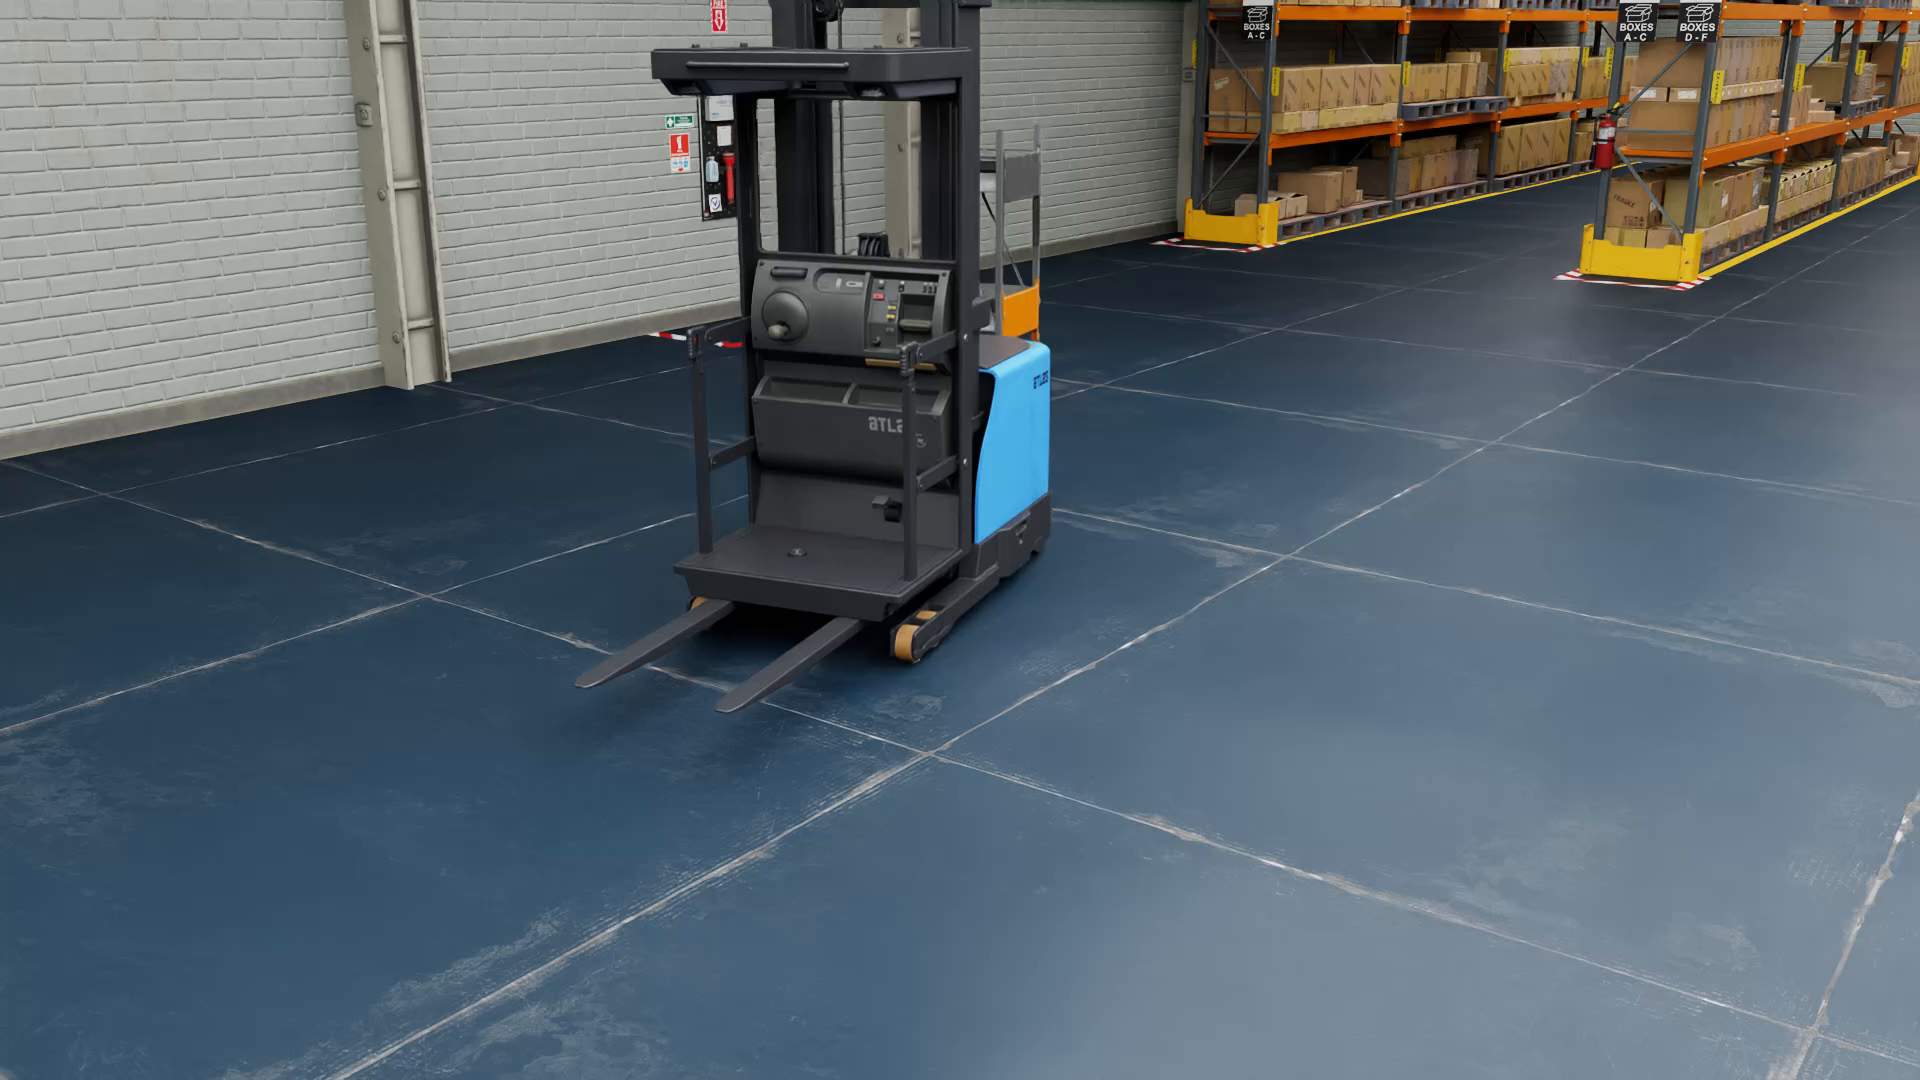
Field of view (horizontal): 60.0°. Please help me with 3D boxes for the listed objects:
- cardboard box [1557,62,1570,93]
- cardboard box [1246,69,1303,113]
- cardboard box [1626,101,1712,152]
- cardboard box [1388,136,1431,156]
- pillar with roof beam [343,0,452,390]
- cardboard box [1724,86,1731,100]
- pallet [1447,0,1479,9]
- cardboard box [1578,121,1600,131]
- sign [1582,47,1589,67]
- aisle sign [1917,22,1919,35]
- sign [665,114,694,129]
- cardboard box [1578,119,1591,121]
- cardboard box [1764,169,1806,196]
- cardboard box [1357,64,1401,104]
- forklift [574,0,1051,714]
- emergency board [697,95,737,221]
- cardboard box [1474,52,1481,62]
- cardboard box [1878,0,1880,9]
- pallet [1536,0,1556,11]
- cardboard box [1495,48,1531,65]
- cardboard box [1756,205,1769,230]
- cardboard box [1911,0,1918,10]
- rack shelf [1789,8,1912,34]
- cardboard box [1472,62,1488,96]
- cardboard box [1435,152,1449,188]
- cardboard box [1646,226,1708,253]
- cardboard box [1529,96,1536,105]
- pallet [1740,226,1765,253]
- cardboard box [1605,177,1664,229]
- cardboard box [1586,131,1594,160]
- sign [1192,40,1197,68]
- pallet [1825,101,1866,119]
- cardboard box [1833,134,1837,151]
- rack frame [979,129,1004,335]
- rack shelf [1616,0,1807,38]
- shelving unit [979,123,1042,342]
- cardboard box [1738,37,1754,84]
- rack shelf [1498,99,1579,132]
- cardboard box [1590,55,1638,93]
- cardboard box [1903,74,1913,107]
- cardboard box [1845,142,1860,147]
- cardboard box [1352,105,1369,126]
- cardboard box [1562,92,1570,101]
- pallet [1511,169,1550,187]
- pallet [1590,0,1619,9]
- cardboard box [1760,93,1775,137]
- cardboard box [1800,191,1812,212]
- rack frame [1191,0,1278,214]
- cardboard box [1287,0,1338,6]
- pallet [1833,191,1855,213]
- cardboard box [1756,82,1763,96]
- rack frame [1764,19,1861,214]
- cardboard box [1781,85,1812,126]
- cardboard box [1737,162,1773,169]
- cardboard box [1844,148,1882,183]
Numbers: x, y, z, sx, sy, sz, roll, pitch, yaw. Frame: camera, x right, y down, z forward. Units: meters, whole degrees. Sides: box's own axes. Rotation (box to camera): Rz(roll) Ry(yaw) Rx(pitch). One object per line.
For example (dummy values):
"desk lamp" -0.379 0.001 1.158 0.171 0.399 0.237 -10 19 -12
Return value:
"cardboard box" 10.110 -7.939 28.547 0.500 0.500 0.500 13 21 35
"cardboard box" 3.855 -5.516 20.403 0.500 0.500 0.500 12 21 35
"cardboard box" 7.598 -4.441 17.819 0.700 0.500 0.500 12 21 35
"cardboard box" 6.704 -5.895 24.876 0.500 0.250 0.500 12 21 33
"pillar with roof beam" -0.641 -4.725 8.785 9.100 9.000 0.400 12 21 35
"cardboard box" 8.173 -4.880 18.138 0.380 0.149 0.250 12 21 34
"pallet" 6.781 -7.830 24.160 1.213 0.211 1.003 12 21 35
"cardboard box" 11.668 -7.668 30.790 0.380 0.149 0.250 12 21 33
"sign" 10.921 -8.439 29.042 0.100 0.325 0.005 12 21 35
"aisle sign" 17.130 -9.299 29.248 0.394 0.787 0.004 12 21 35
"sign" -2.429 -3.624 14.402 0.001 0.109 0.331 12 21 35
"cardboard box" 11.685 -7.865 31.426 0.380 0.149 0.250 13 21 35
"cardboard box" 10.749 -4.689 21.767 0.500 0.311 0.500 12 21 33
"cardboard box" 5.679 -6.241 22.737 0.500 0.500 0.500 12 21 35
"forklift" -0.564 -1.018 7.080 1.130 2.935 3.031 7 19 21
"emergency board" -2.027 -3.468 14.853 0.194 1.169 0.643 12 21 35
"cardboard box" 7.914 -7.545 25.977 0.380 0.149 0.250 9 20 28
"cardboard box" 12.923 -8.026 24.303 0.910 0.500 0.500 12 21 35
"pallet" 9.101 -8.837 27.402 1.003 0.211 1.213 14 22 37
"cardboard box" 8.893 -7.813 26.876 0.500 0.250 0.500 12 21 34
"cardboard box" 9.592 -3.976 20.417 0.500 0.250 0.500 12 21 35
"cardboard box" 14.948 -8.576 26.497 0.500 0.250 0.500 12 21 35
"rack shelf" 13.268 -7.755 24.815 1.077 0.370 4.000 12 21 35
"cardboard box" 7.824 -7.209 25.989 0.700 0.500 0.500 10 20 28
"cardboard box" 7.035 -5.675 25.433 0.700 0.500 0.500 12 21 34
"cardboard box" 7.808 -3.261 18.114 0.500 0.250 0.500 12 21 35
"cardboard box" 9.383 -7.359 27.773 0.380 0.149 0.250 13 21 35
"pallet" 9.185 -3.724 20.379 1.003 0.211 1.213 12 21 35
"cardboard box" 7.390 -3.711 18.298 0.500 0.500 0.500 12 21 35
"cardboard box" 11.309 -7.303 30.710 0.700 0.500 0.500 12 21 34
"sign" 2.895 -5.966 20.412 0.100 0.325 0.005 12 21 35
"pallet" 12.424 -6.272 24.208 1.213 0.211 1.003 12 21 35
"cardboard box" 13.380 -6.207 25.882 0.500 0.250 0.500 12 21 35
"rack frame" 0.030 -1.042 8.558 0.400 2.100 0.015 8 19 24
"rack shelf" 8.501 -5.850 18.679 1.077 0.370 4.000 12 21 35
"shelving unit" 0.133 -1.108 8.770 0.431 2.100 0.503 8 19 24
"cardboard box" 8.537 -5.439 18.845 0.700 0.500 0.500 12 21 35
"rack shelf" 9.287 -7.197 28.076 1.077 0.370 4.000 12 21 35
"cardboard box" 12.566 -8.990 32.130 0.980 0.700 0.700 14 22 37
"cardboard box" 15.285 -7.386 27.303 0.500 0.500 0.500 13 21 36
"cardboard box" 14.571 -6.345 27.591 0.500 0.500 0.500 12 21 35
"cardboard box" 5.083 -5.644 22.079 0.500 0.250 0.500 12 21 34
"cardboard box" 10.374 -7.712 28.910 0.380 0.149 0.250 13 21 36
"pallet" 9.353 -6.197 28.342 1.003 0.211 1.213 12 21 35
"pallet" 11.702 -9.890 30.625 1.003 0.211 1.213 12 21 35
"cardboard box" 9.434 -5.178 20.193 0.700 0.500 0.500 12 21 33
"cardboard box" 11.048 -4.543 22.245 0.500 0.250 0.500 13 21 36
"rack frame" 3.329 -5.159 20.299 1.000 3.000 0.127 12 21 35
"cardboard box" 4.384 -6.930 20.743 0.500 0.500 0.500 14 22 37
"pallet" 12.551 -5.030 24.584 1.003 0.211 1.213 12 21 35
"cardboard box" 9.095 -5.250 19.330 0.380 0.149 0.250 12 21 34
"rack frame" 12.076 -6.190 23.619 1.000 3.000 0.127 12 21 35
"cardboard box" 11.090 -5.835 22.308 0.500 0.500 0.500 11 20 32
"cardboard box" 10.916 -5.025 22.849 0.500 0.311 0.500 12 21 33
"cardboard box" 14.094 -5.875 26.077 0.500 0.500 0.500 13 21 35
